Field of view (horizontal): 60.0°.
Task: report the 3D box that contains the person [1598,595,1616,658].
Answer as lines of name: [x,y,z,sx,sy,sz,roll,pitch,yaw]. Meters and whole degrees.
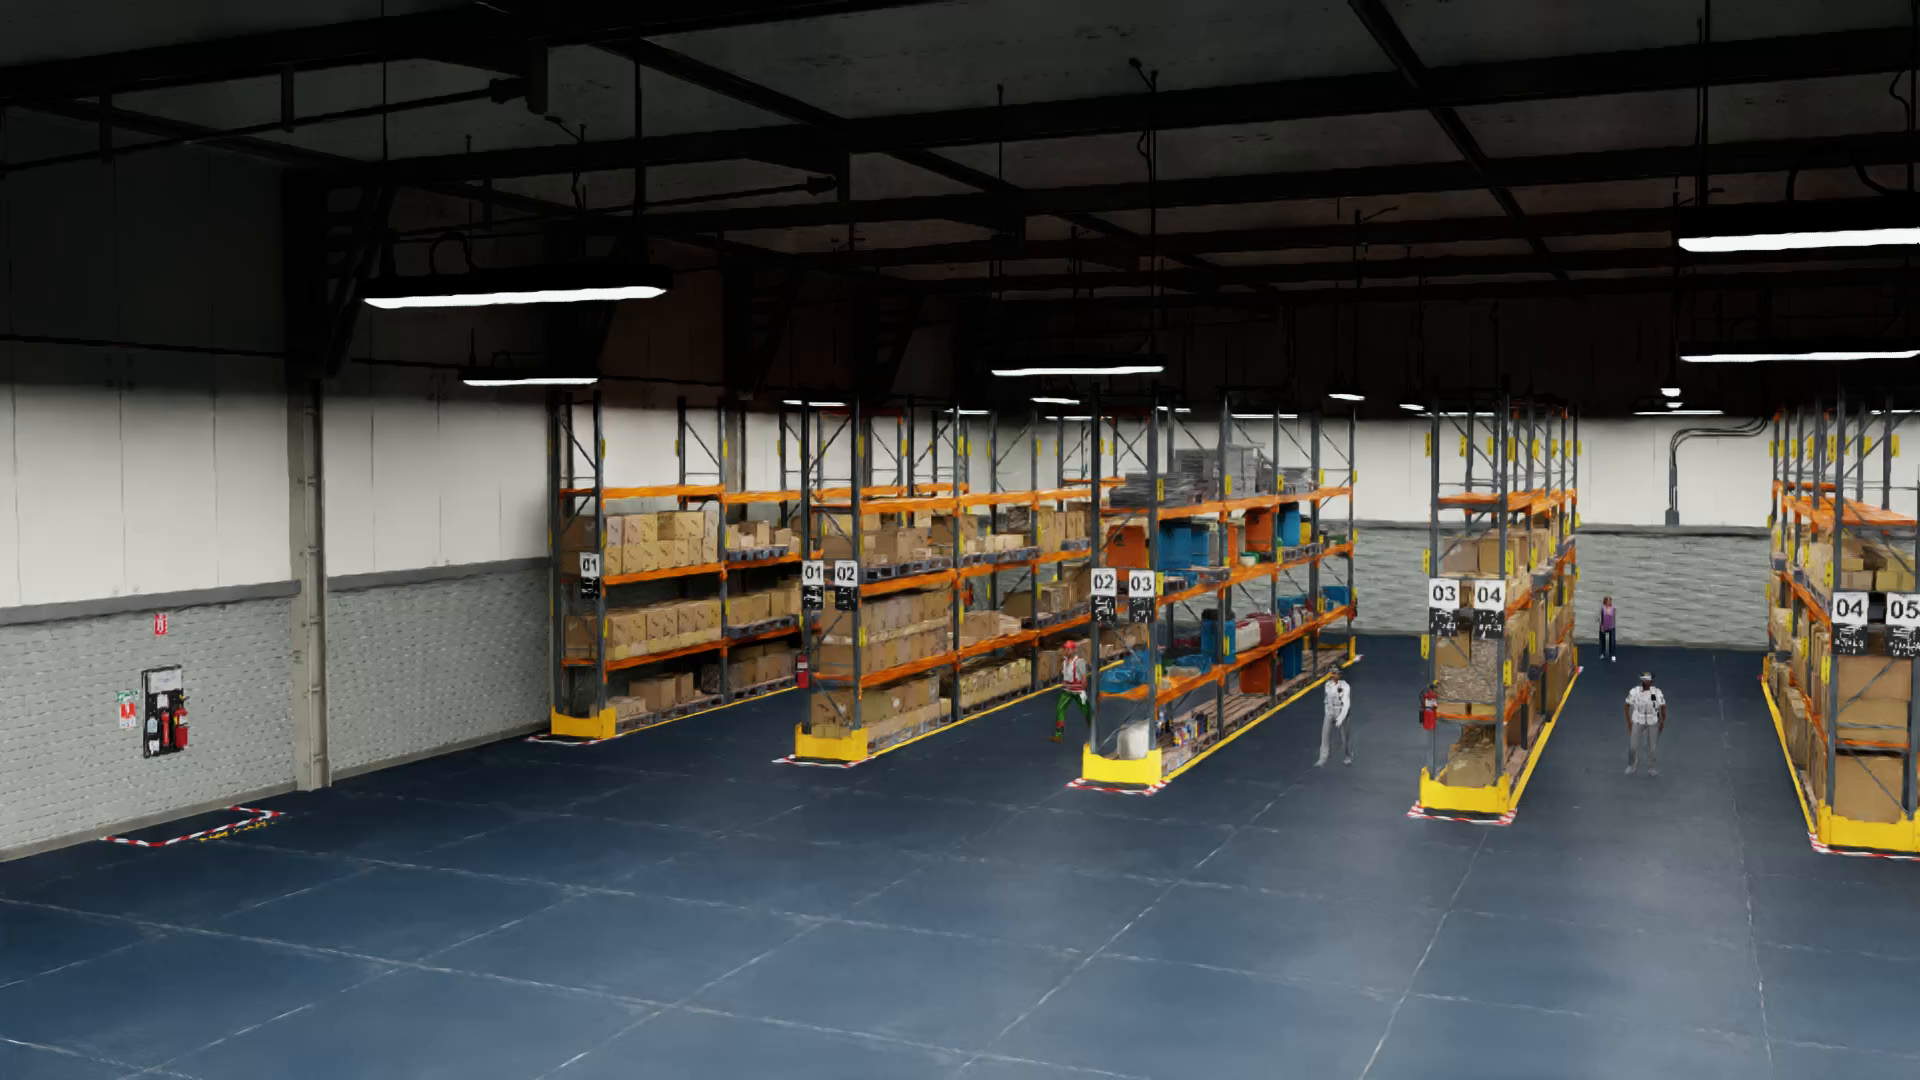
person: [15.241,2.037,39.195,0.411,1.493,0.799,1,3,15]

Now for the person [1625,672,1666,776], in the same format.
person: [10.459,2.792,25.389,0.592,1.629,0.525,1,3,22]

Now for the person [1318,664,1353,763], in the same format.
person: [5.935,2.706,26.135,0.408,1.575,0.794,2,4,33]

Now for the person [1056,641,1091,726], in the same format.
person: [-1.089,2.257,31.742,9.611,1.469,1.191,3,4,44]
